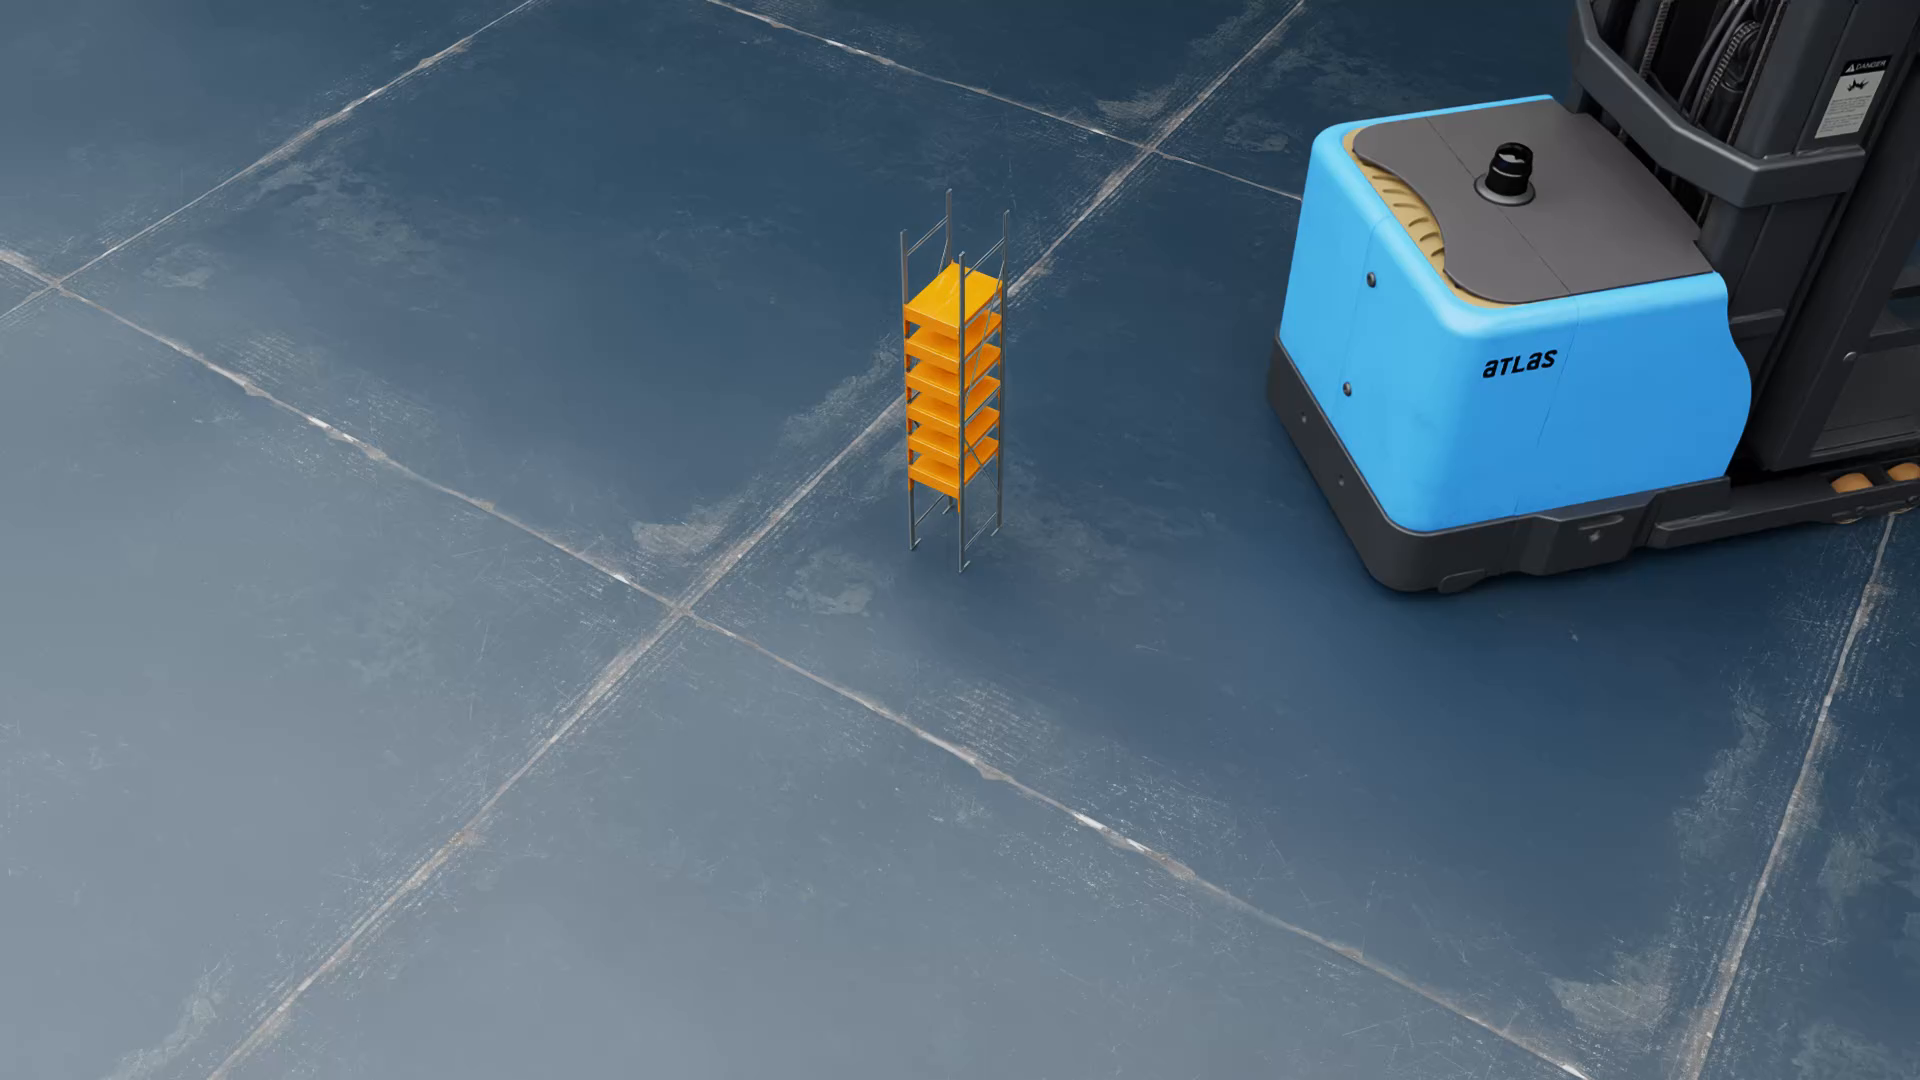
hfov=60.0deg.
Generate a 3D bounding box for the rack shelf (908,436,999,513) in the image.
[{"bbox_3d":[-0.012,-0.226,5.029,0.180,0.103,0.258,25,51,22],"label":"rack shelf"}]

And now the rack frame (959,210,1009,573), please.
[{"bbox_3d":[0.065,-0.388,4.791,0.006,1.200,0.240,25,51,22],"label":"rack frame"}]

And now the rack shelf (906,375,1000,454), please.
[{"bbox_3d":[-0.012,-0.393,4.857,0.180,0.103,0.258,25,51,22],"label":"rack shelf"}]

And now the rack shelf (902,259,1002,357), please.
[{"bbox_3d":[-0.012,-0.644,4.599,0.180,0.103,0.258,25,51,22],"label":"rack shelf"}]

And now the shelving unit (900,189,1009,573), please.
[{"bbox_3d":[-0.012,-0.424,4.825,0.189,1.200,0.258,25,51,22],"label":"shelving unit"}]

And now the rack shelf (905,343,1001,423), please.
[{"bbox_3d":[-0.012,-0.476,4.771,0.180,0.103,0.258,25,51,22],"label":"rack shelf"}]

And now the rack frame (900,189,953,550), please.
[{"bbox_3d":[-0.089,-0.459,4.860,0.006,1.200,0.240,25,51,22],"label":"rack frame"}]

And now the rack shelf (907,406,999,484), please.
[{"bbox_3d":[-0.012,-0.309,4.943,0.180,0.103,0.258,25,51,22],"label":"rack shelf"}]

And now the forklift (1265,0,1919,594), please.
[{"bbox_3d":[2.611,-1.431,4.597,3.031,2.935,1.130,-10,47,-10],"label":"forklift"}]

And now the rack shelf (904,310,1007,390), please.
[{"bbox_3d":[-0.012,-0.560,4.685,0.180,0.103,0.258,25,51,22],"label":"rack shelf"}]
